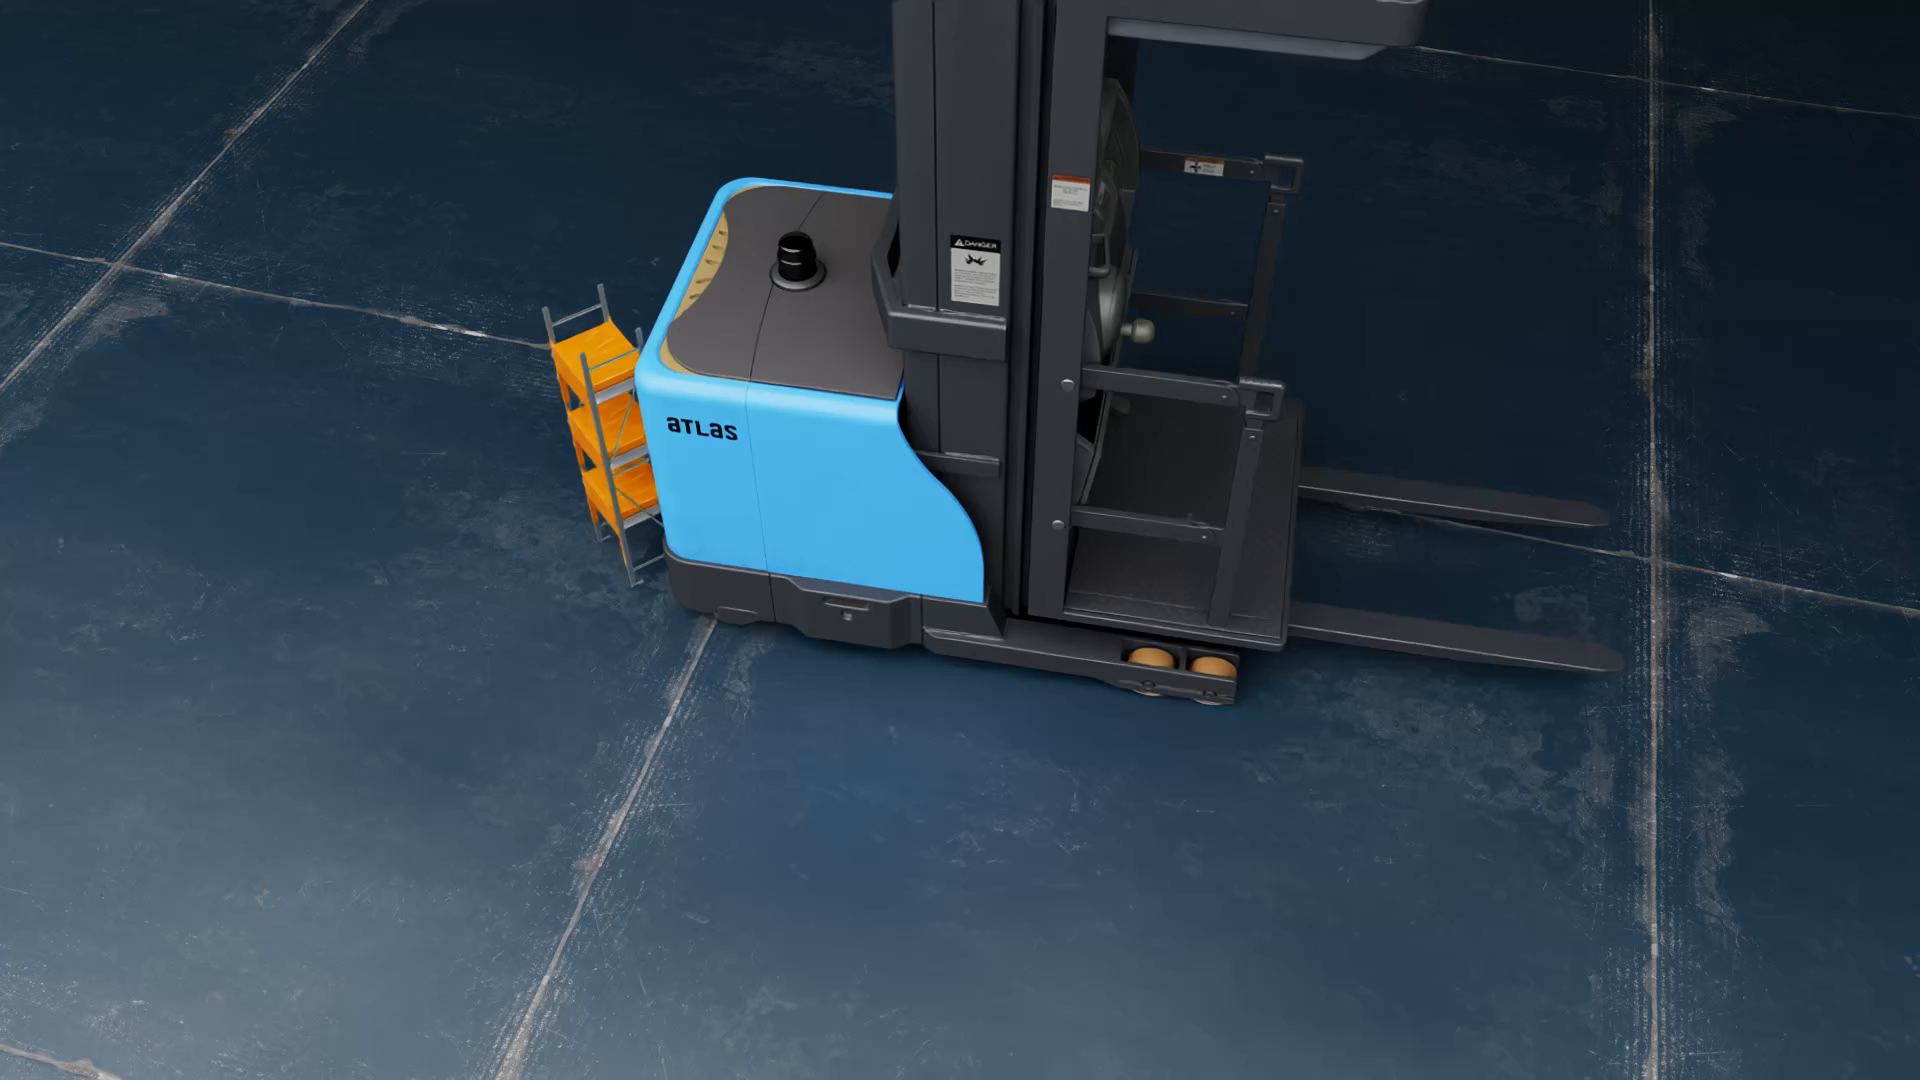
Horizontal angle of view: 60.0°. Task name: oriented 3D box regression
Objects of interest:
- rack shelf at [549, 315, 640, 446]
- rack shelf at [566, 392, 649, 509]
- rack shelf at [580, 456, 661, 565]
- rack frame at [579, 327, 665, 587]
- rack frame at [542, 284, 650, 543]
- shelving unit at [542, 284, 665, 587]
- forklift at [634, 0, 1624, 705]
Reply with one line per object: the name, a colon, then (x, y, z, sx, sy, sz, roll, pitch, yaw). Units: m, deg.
rack shelf: (-1.094, -0.490, 5.117, 0.215, 0.259, 0.240, -28, 54, -23)
rack shelf: (-1.095, -0.302, 5.330, 0.215, 0.259, 0.240, -28, 54, -23)
rack shelf: (-1.096, -0.118, 5.538, 0.215, 0.259, 0.240, -28, 54, -23)
rack frame: (-1.025, -0.234, 5.256, 0.200, 1.050, 0.008, -28, 54, -23)
rack frame: (-1.165, -0.384, 5.388, 0.200, 1.050, 0.008, -28, 54, -23)
shelving unit: (-1.095, -0.309, 5.322, 0.215, 1.050, 0.252, -28, 54, -23)
forklift: (0.613, -0.881, 4.573, 3.031, 2.935, 1.130, 8, 49, 7)
